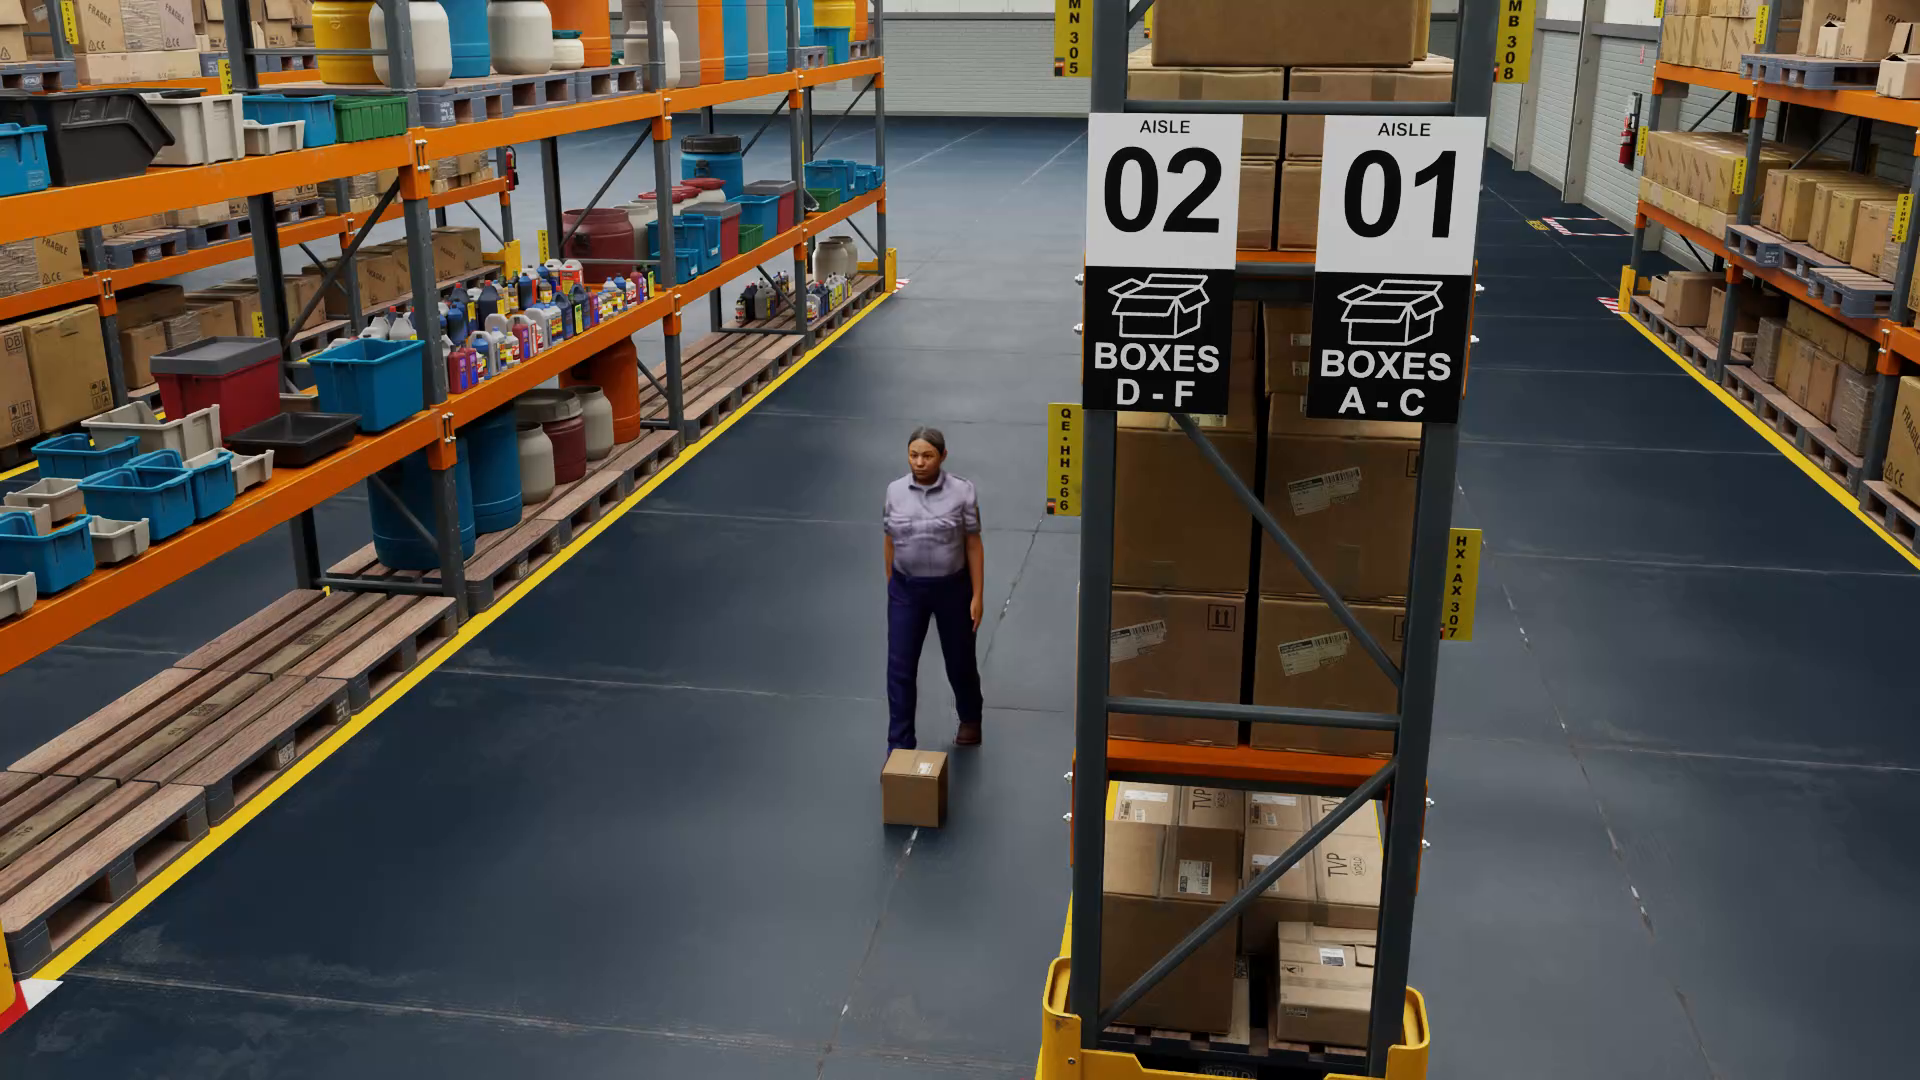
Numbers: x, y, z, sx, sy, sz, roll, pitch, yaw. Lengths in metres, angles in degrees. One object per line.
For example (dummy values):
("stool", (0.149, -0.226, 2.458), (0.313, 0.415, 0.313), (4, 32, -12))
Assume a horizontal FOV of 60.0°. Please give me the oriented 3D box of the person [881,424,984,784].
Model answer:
("person", (-0.130, 0.270, 7.718), (0.493, 1.628, 0.764), (2, 18, 7))
